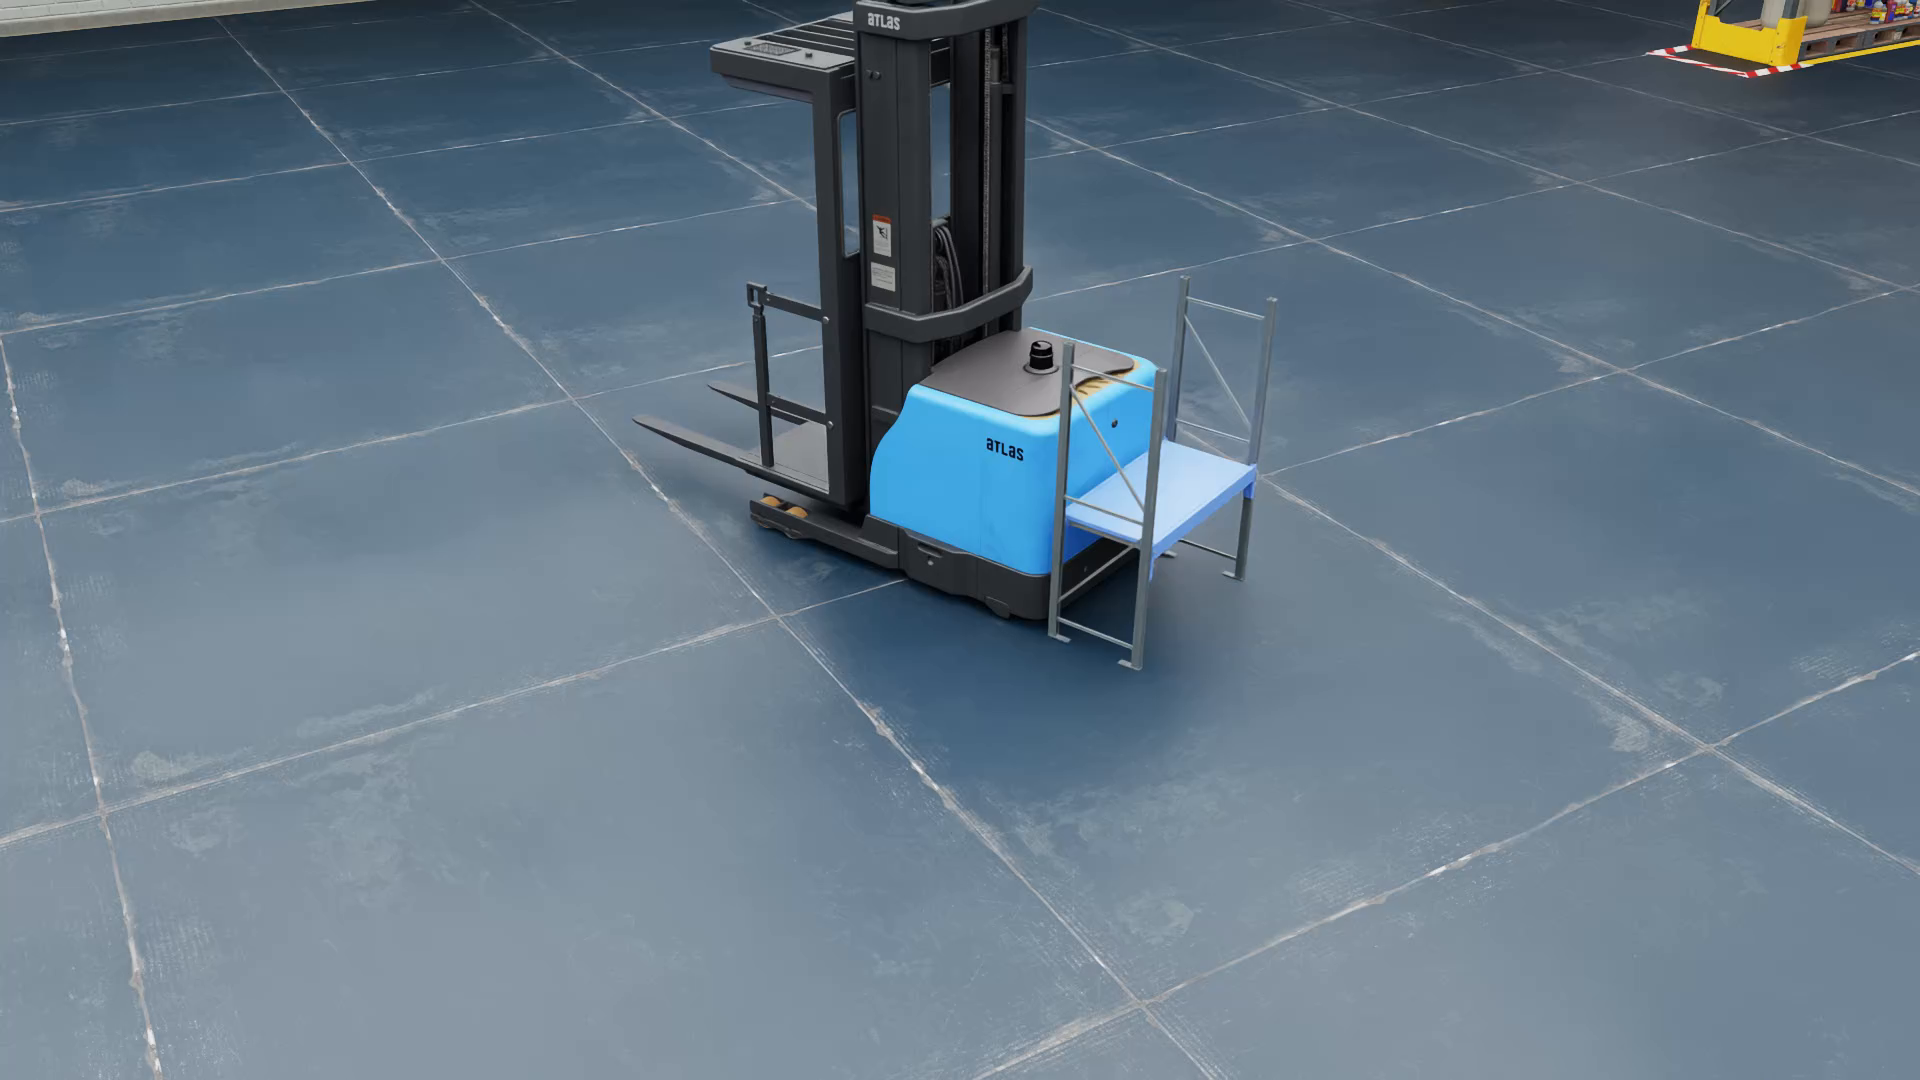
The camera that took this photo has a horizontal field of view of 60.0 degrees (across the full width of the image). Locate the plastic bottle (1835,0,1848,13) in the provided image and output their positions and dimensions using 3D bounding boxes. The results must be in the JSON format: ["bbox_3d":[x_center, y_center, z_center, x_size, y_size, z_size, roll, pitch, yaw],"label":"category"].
[{"bbox_3d":[10.345,-6.336,19.483,0.133,0.283,0.061,-16,33,-26],"label":"plastic bottle"}]

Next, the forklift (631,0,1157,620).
[{"bbox_3d":[-0.493,-1.469,8.378,3.031,2.935,1.130,21,35,33],"label":"forklift"}]

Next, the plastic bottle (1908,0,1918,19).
[{"bbox_3d":[10.976,-6.165,19.184,0.097,0.271,0.097,0,29,0],"label":"plastic bottle"}]

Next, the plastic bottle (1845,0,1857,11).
[{"bbox_3d":[10.490,-6.331,19.558,0.097,0.201,0.097,0,29,0],"label":"plastic bottle"}]

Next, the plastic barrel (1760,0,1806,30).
[{"bbox_3d":[9.227,-5.982,18.625,0.421,0.512,0.421,0,29,0],"label":"plastic barrel"}]

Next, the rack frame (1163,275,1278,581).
[{"bbox_3d":[1.239,-0.526,8.137,0.500,1.500,0.032,21,35,30],"label":"rack frame"}]

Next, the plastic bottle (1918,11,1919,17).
[{"bbox_3d":[11.152,-6.232,19.302,0.135,0.276,0.152,-15,32,-25],"label":"plastic bottle"}]

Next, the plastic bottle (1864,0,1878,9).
[{"bbox_3d":[10.808,-6.443,19.684,0.135,0.276,0.152,-16,33,-26],"label":"plastic bottle"}]

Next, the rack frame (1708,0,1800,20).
[{"bbox_3d":[8.698,-6.695,17.776,0.127,3.000,1.000,-16,33,-26],"label":"rack frame"}]

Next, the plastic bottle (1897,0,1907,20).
[{"bbox_3d":[10.801,-6.115,19.095,0.097,0.271,0.097,0,29,0],"label":"plastic bottle"}]

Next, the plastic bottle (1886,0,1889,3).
[{"bbox_3d":[11.177,-6.561,19.903,0.097,0.271,0.097,0,29,0],"label":"plastic bottle"}]

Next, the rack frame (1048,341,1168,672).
[{"bbox_3d":[0.643,-0.128,7.416,0.500,1.500,0.032,21,35,30],"label":"rack frame"}]

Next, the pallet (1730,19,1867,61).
[{"bbox_3d":[9.443,-5.709,18.876,1.213,0.211,1.003,-16,33,-26],"label":"pallet"}]

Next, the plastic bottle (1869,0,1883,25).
[{"bbox_3d":[10.419,-6.007,18.898,0.097,0.271,0.097,0,29,0],"label":"plastic bottle"}]

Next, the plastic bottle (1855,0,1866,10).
[{"bbox_3d":[10.650,-6.381,19.649,0.097,0.201,0.097,0,29,0],"label":"plastic bottle"}]

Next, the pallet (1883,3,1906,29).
[{"bbox_3d":[11.547,-6.306,19.958,1.213,0.211,1.003,-16,33,-26],"label":"pallet"}]

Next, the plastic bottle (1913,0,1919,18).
[{"bbox_3d":[11.064,-6.159,19.247,0.097,0.201,0.097,0,29,0],"label":"plastic bottle"}]

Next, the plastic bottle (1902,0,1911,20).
[{"bbox_3d":[10.887,-6.109,19.155,0.097,0.201,0.097,0,29,0],"label":"plastic bottle"}]

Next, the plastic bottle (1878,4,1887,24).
[{"bbox_3d":[10.509,-6.001,18.961,0.097,0.201,0.097,0,29,0],"label":"plastic bottle"}]

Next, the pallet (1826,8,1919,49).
[{"bbox_3d":[10.494,-6.005,19.413,1.213,0.211,1.003,-16,33,-26],"label":"pallet"}]

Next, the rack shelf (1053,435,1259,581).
[{"bbox_3d":[0.938,-0.170,7.866,0.538,0.185,1.000,21,35,30],"label":"rack shelf"}]

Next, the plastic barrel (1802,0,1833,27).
[{"bbox_3d":[9.659,-6.105,18.848,0.421,0.512,0.421,0,29,0],"label":"plastic barrel"}]

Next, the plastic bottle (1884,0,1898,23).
[{"bbox_3d":[10.624,-6.060,18.982,0.133,0.283,0.061,-15,32,-26],"label":"plastic bottle"}]

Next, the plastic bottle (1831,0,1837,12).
[{"bbox_3d":[10.291,-6.377,19.565,0.135,0.276,0.152,-16,33,-26],"label":"plastic bottle"}]

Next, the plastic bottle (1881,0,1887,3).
[{"bbox_3d":[11.078,-6.636,19.956,0.185,0.351,0.144,-17,33,-28],"label":"plastic bottle"}]

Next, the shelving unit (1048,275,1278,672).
[{"bbox_3d":[0.941,-0.327,7.777,0.538,1.500,1.048,21,35,30],"label":"shelving unit"}]

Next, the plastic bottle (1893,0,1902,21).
[{"bbox_3d":[10.715,-6.091,19.050,0.097,0.271,0.097,0,29,0],"label":"plastic bottle"}]

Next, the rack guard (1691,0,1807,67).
[{"bbox_3d":[8.740,-5.638,18.449,0.348,0.500,1.175,-16,33,-26],"label":"rack guard"}]
